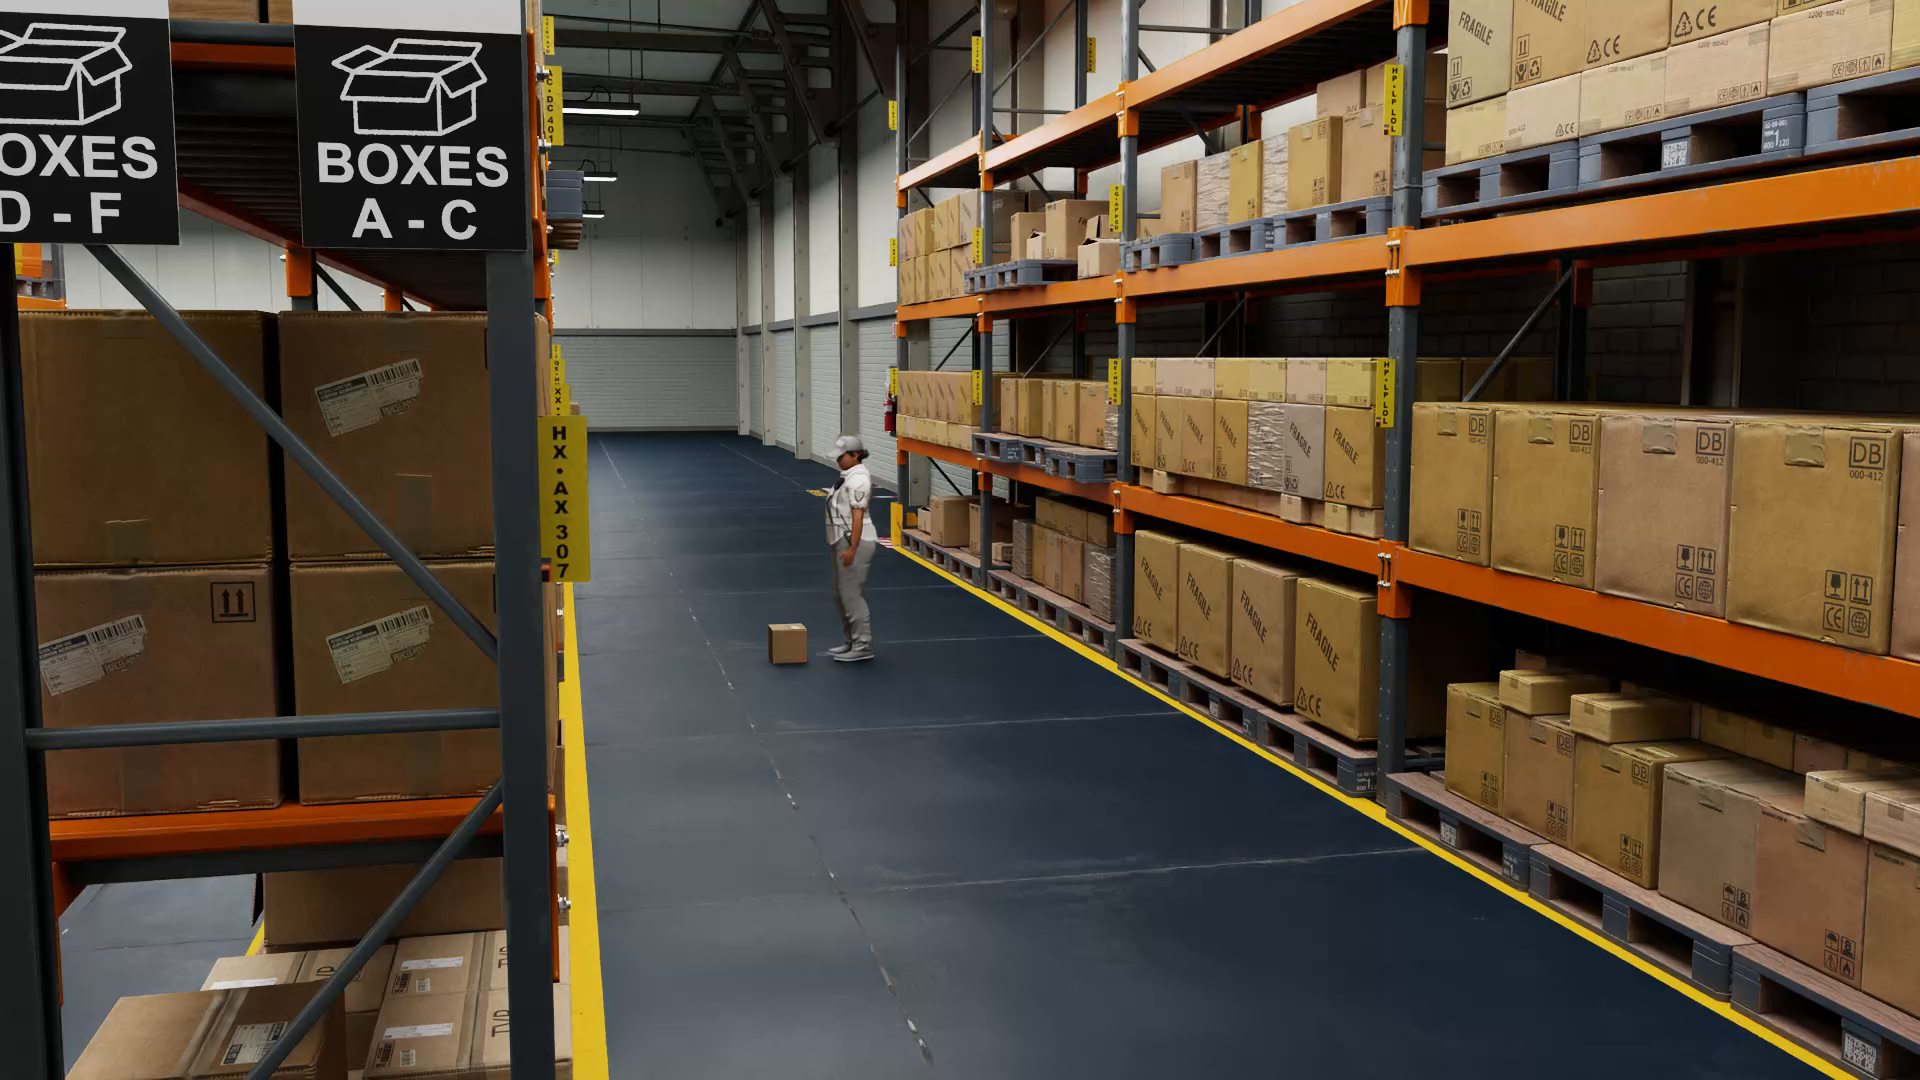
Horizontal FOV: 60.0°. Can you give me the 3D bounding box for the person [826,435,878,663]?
[{"bbox_3d":[-0.802,0.056,12.222,0.390,1.657,0.471,-1,6,-13],"label":"person"}]
